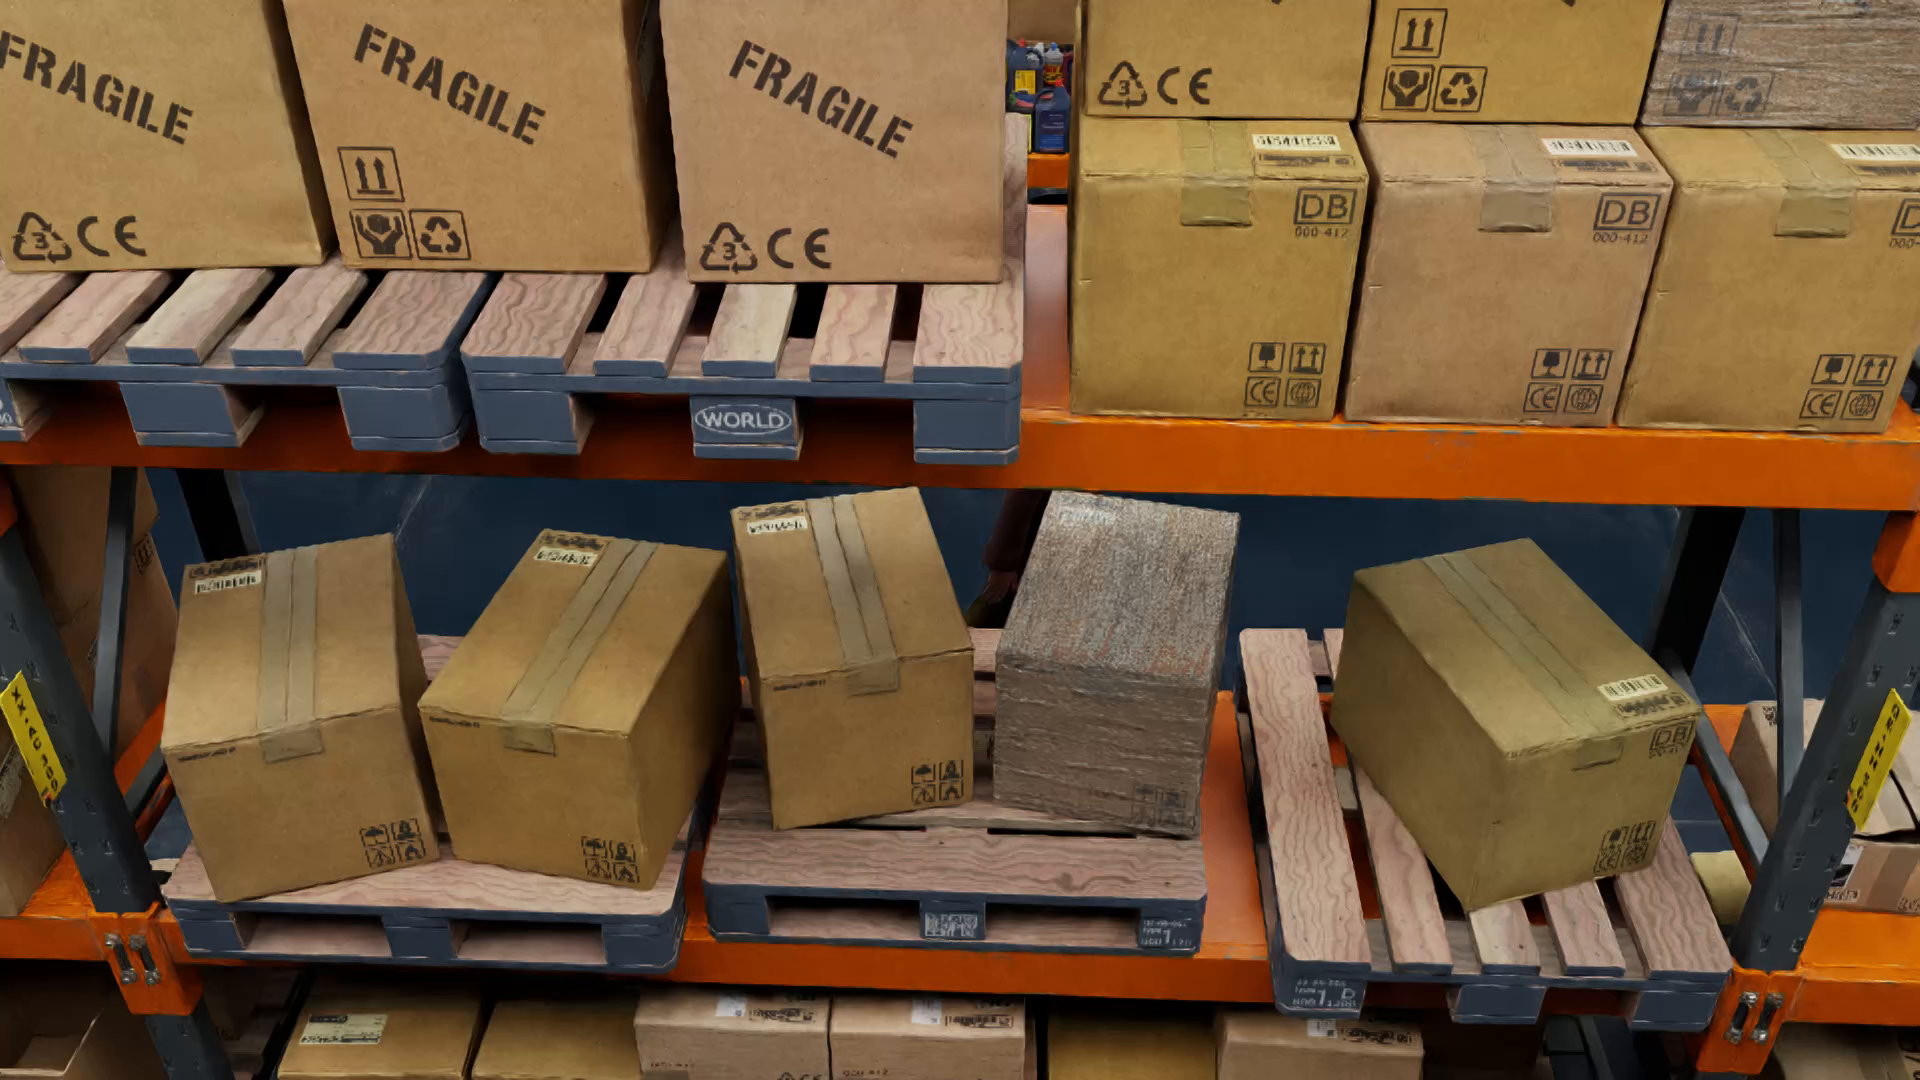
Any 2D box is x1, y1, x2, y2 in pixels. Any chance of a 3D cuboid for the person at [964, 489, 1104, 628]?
[{"bbox_3d":[0.402,-0.037,6.205,1.029,1.724,0.624,3,35,4],"label":"person"}]
